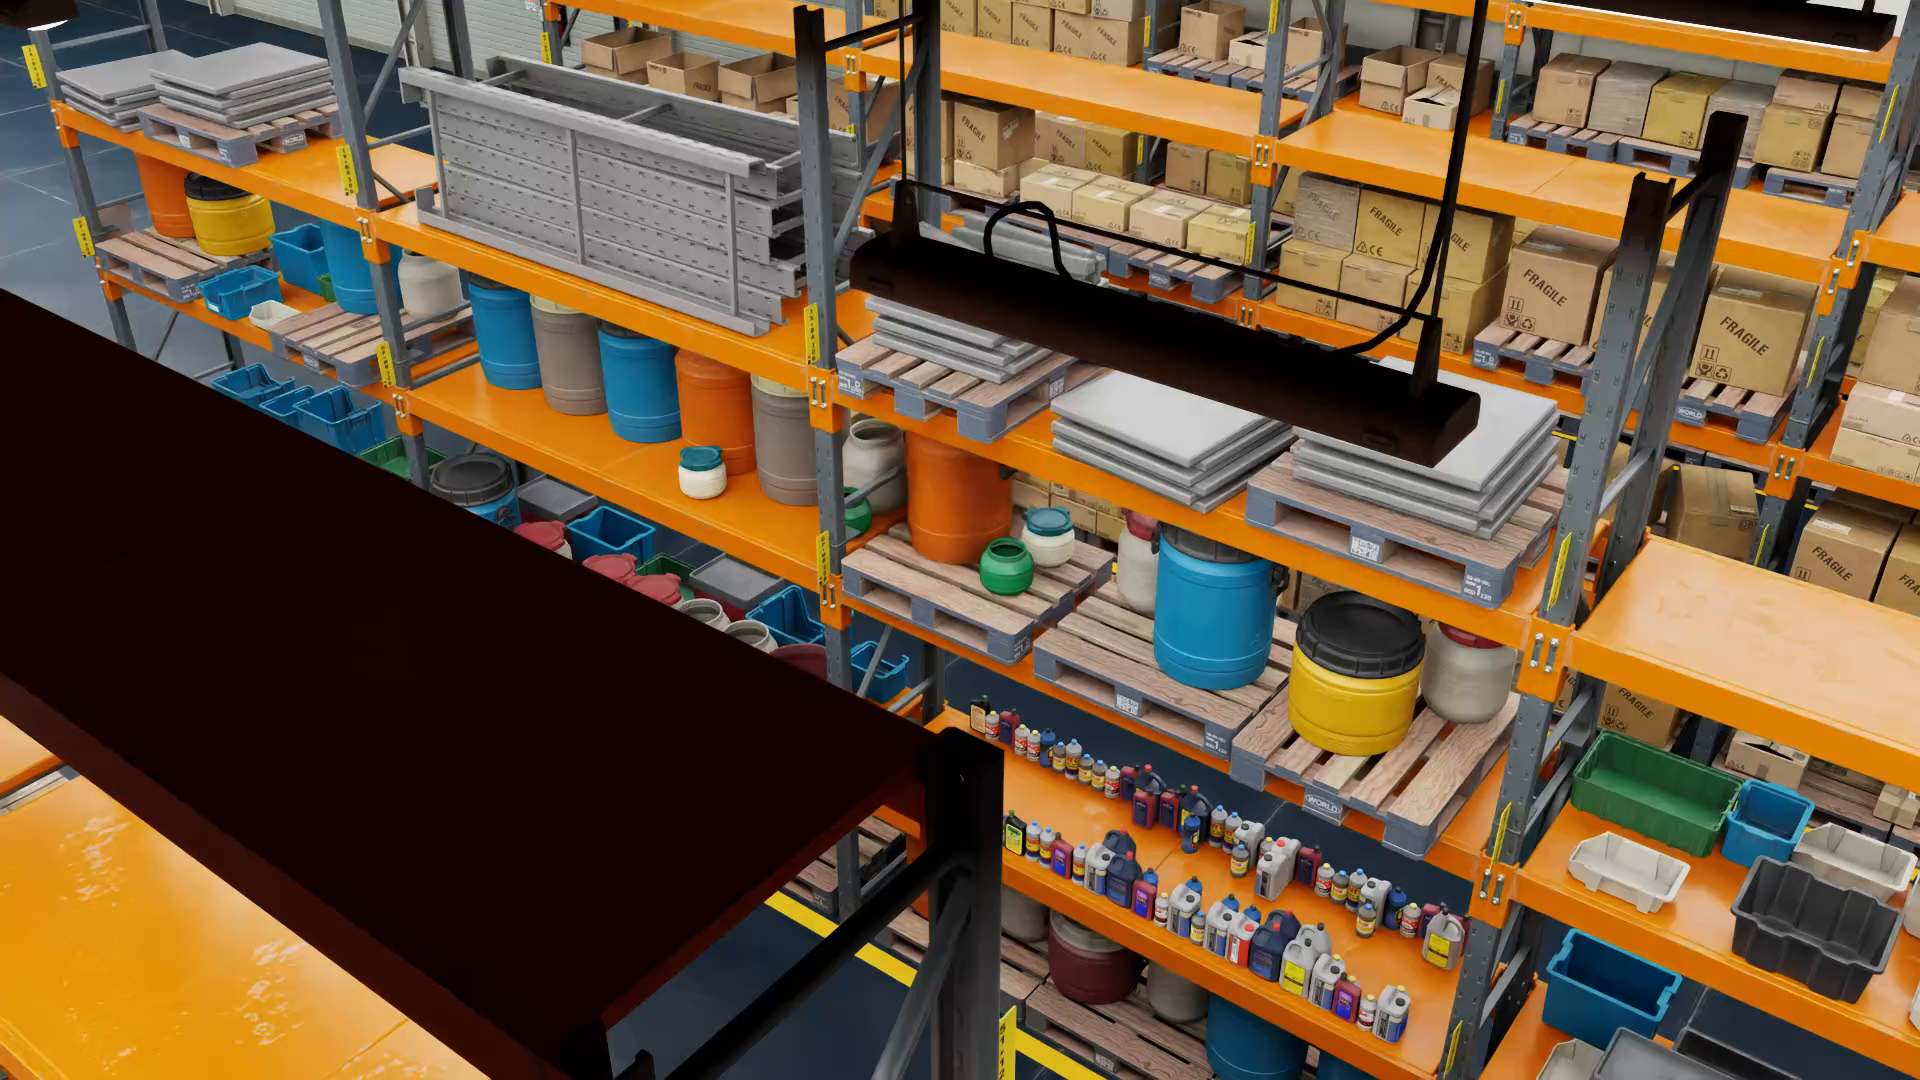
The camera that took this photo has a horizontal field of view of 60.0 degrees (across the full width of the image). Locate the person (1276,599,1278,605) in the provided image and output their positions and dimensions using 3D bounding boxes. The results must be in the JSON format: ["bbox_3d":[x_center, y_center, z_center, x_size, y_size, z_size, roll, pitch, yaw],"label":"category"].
[{"bbox_3d":[2.175,0.732,12.225,1.043,1.463,0.482,21,37,30],"label":"person"}]
